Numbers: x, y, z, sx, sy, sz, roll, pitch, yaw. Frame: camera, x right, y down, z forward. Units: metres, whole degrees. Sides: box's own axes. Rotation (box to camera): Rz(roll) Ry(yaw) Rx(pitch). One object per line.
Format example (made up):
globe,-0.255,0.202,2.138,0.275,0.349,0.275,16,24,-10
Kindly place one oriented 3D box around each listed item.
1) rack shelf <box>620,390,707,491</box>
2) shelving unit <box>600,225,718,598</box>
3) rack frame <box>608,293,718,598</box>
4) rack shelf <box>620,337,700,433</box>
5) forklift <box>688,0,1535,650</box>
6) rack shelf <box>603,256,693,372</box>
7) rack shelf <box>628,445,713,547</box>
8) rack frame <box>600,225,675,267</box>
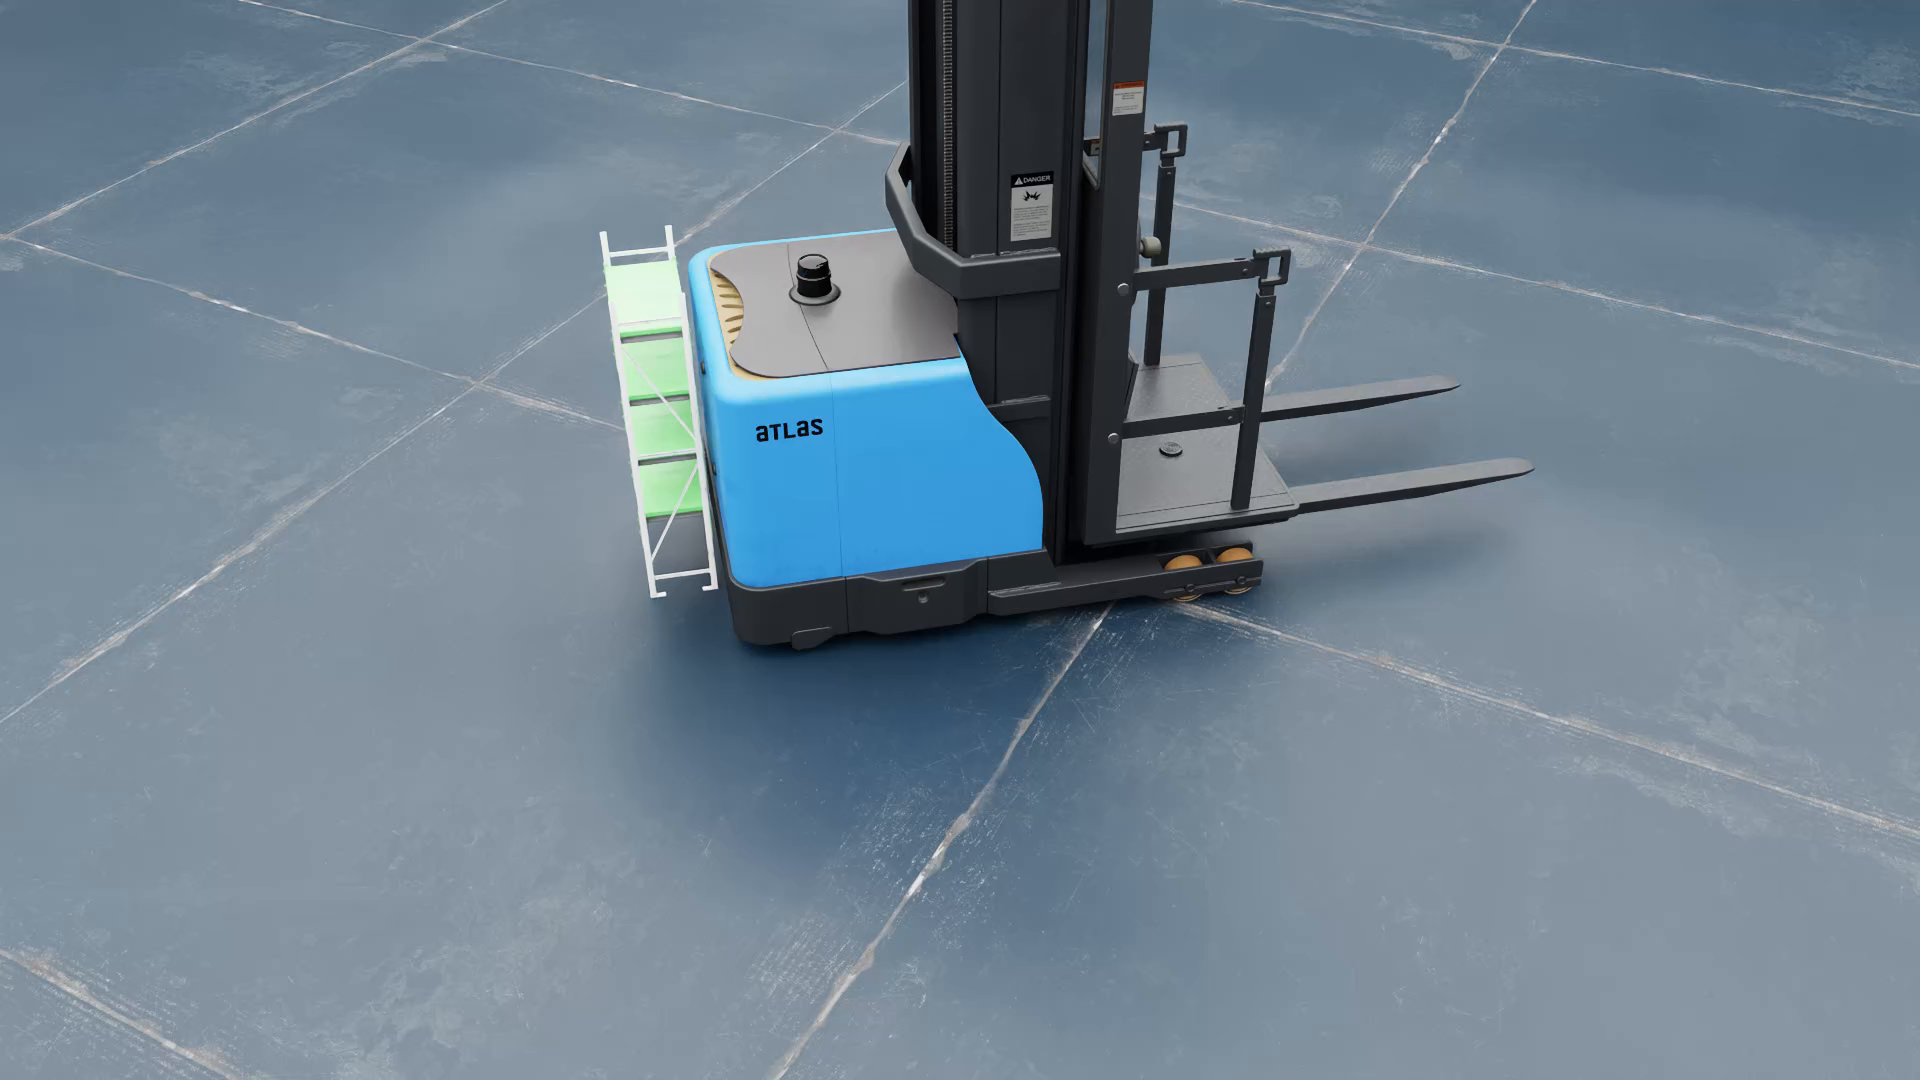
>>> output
rack shelf,-1.048,-0.382,5.867,0.258,0.148,0.480,-8,38,-10
shelving unit,-1.048,-0.433,5.828,0.258,1.200,0.503,-8,38,-10
rack frame,-0.994,-0.289,5.639,0.240,1.200,0.015,-8,38,-10
rack shelf,-1.048,-0.573,5.722,0.258,0.148,0.480,-8,38,-10
forklift,0.609,-1.251,5.474,3.031,2.935,1.130,-8,38,-10
rack shelf,-1.048,-0.765,5.577,0.258,0.148,0.480,-8,38,-10
rack shelf,-1.048,-0.191,6.012,0.258,0.148,0.480,-8,38,-10
rack frame,-1.103,-0.577,6.018,0.240,1.200,0.015,-8,38,-10
